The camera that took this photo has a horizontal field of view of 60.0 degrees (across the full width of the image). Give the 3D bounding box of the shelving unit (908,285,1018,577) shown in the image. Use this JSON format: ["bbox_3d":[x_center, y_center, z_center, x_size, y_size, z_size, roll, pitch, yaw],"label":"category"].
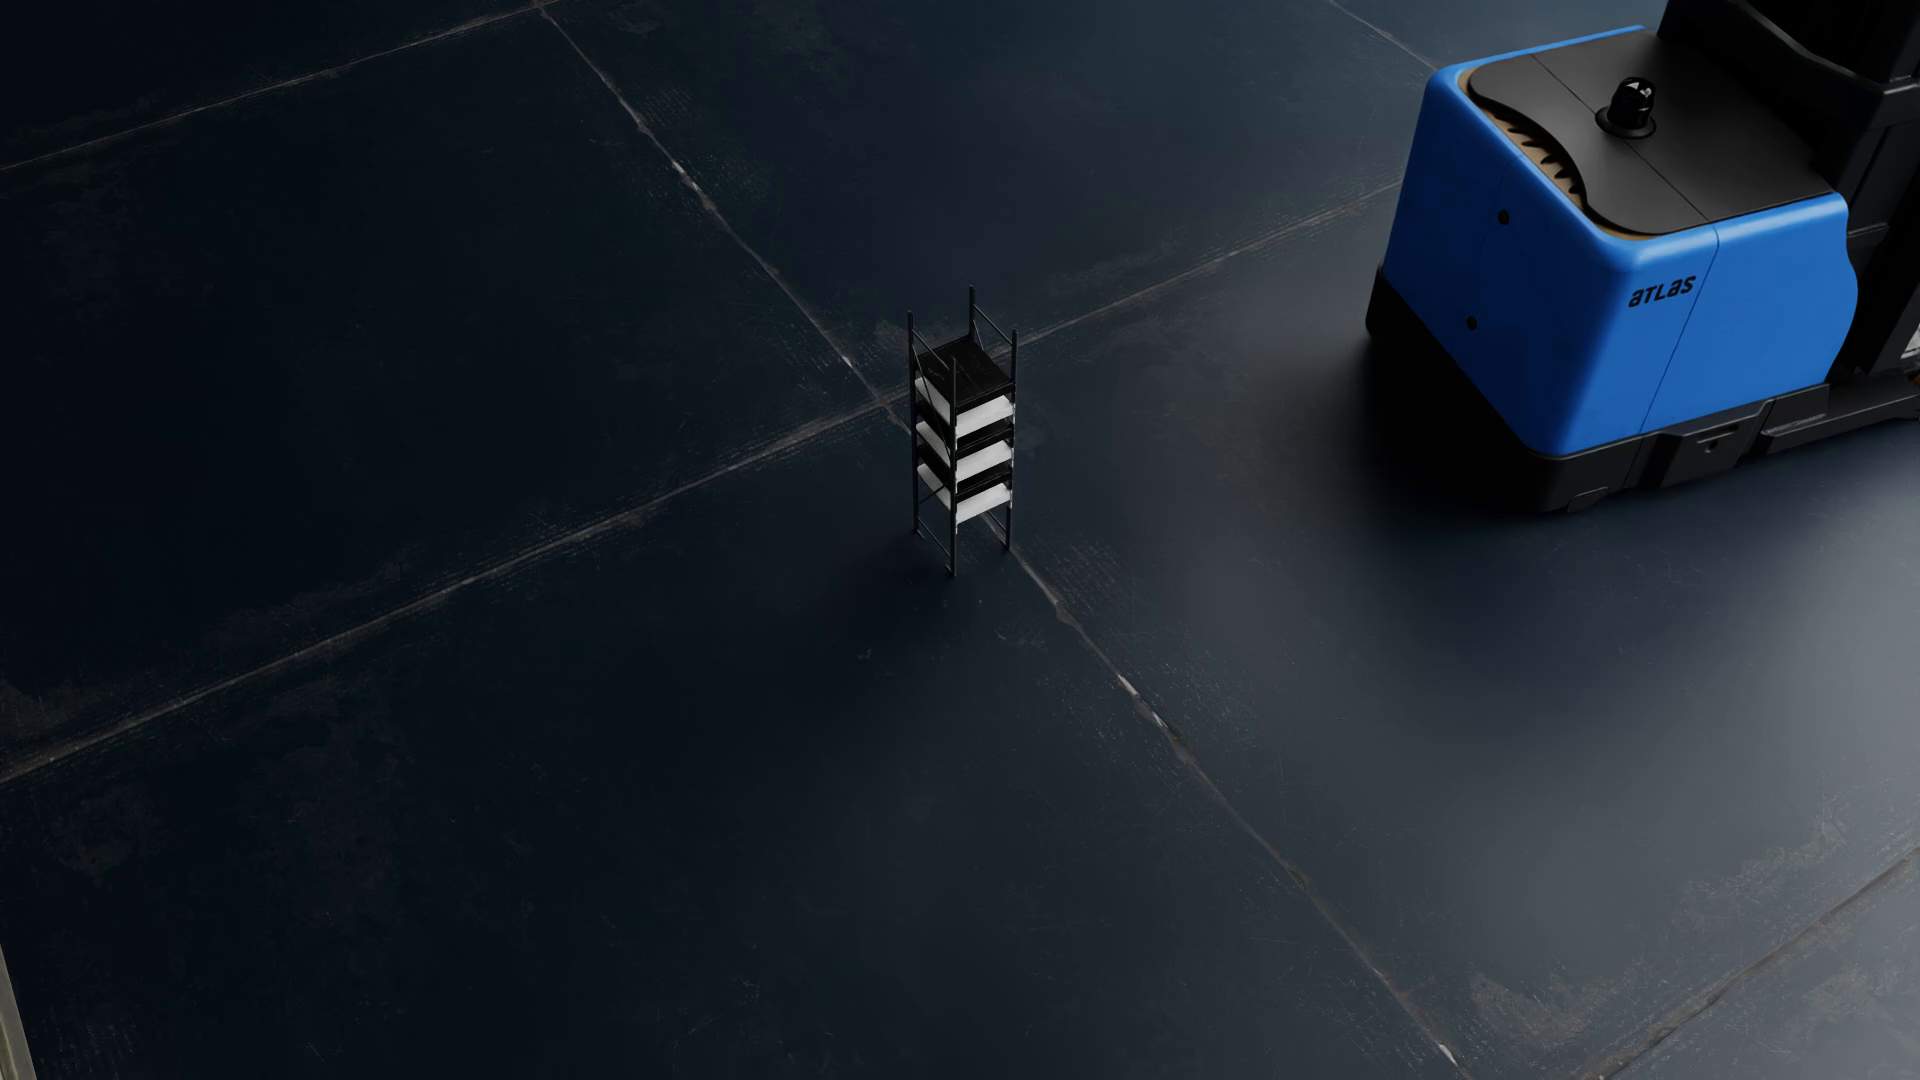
[{"bbox_3d":[0.007,-0.303,4.917,0.210,0.900,0.258,-25,53,-21],"label":"shelving unit"}]

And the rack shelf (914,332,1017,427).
[{"bbox_3d":[0.007,-0.460,4.740,0.200,0.077,0.258,-25,53,-21],"label":"rack shelf"}]

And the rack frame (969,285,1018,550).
[{"bbox_3d":[0.093,-0.343,4.953,0.006,0.900,0.240,-25,53,-21],"label":"rack frame"}]

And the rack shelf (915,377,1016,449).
[{"bbox_3d":[0.007,-0.400,4.807,0.200,0.077,0.258,-25,53,-21],"label":"rack shelf"}]

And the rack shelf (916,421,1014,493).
[{"bbox_3d":[0.007,-0.280,4.942,0.200,0.077,0.258,-25,53,-21],"label":"rack shelf"}]

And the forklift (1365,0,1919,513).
[{"bbox_3d":[2.992,-1.743,4.839,3.031,2.935,1.130,-15,50,-13],"label":"forklift"}]

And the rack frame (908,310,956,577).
[{"bbox_3d":[-0.079,-0.262,4.881,0.006,0.900,0.240,-25,53,-21],"label":"rack frame"}]

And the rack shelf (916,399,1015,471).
[{"bbox_3d":[0.007,-0.340,4.874,0.200,0.077,0.258,-25,53,-21],"label":"rack shelf"}]

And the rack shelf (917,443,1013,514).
[{"bbox_3d":[0.007,-0.220,5.009,0.200,0.077,0.258,-25,53,-21],"label":"rack shelf"}]

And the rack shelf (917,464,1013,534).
[{"bbox_3d":[0.007,-0.161,5.076,0.200,0.077,0.258,-25,53,-21],"label":"rack shelf"}]
